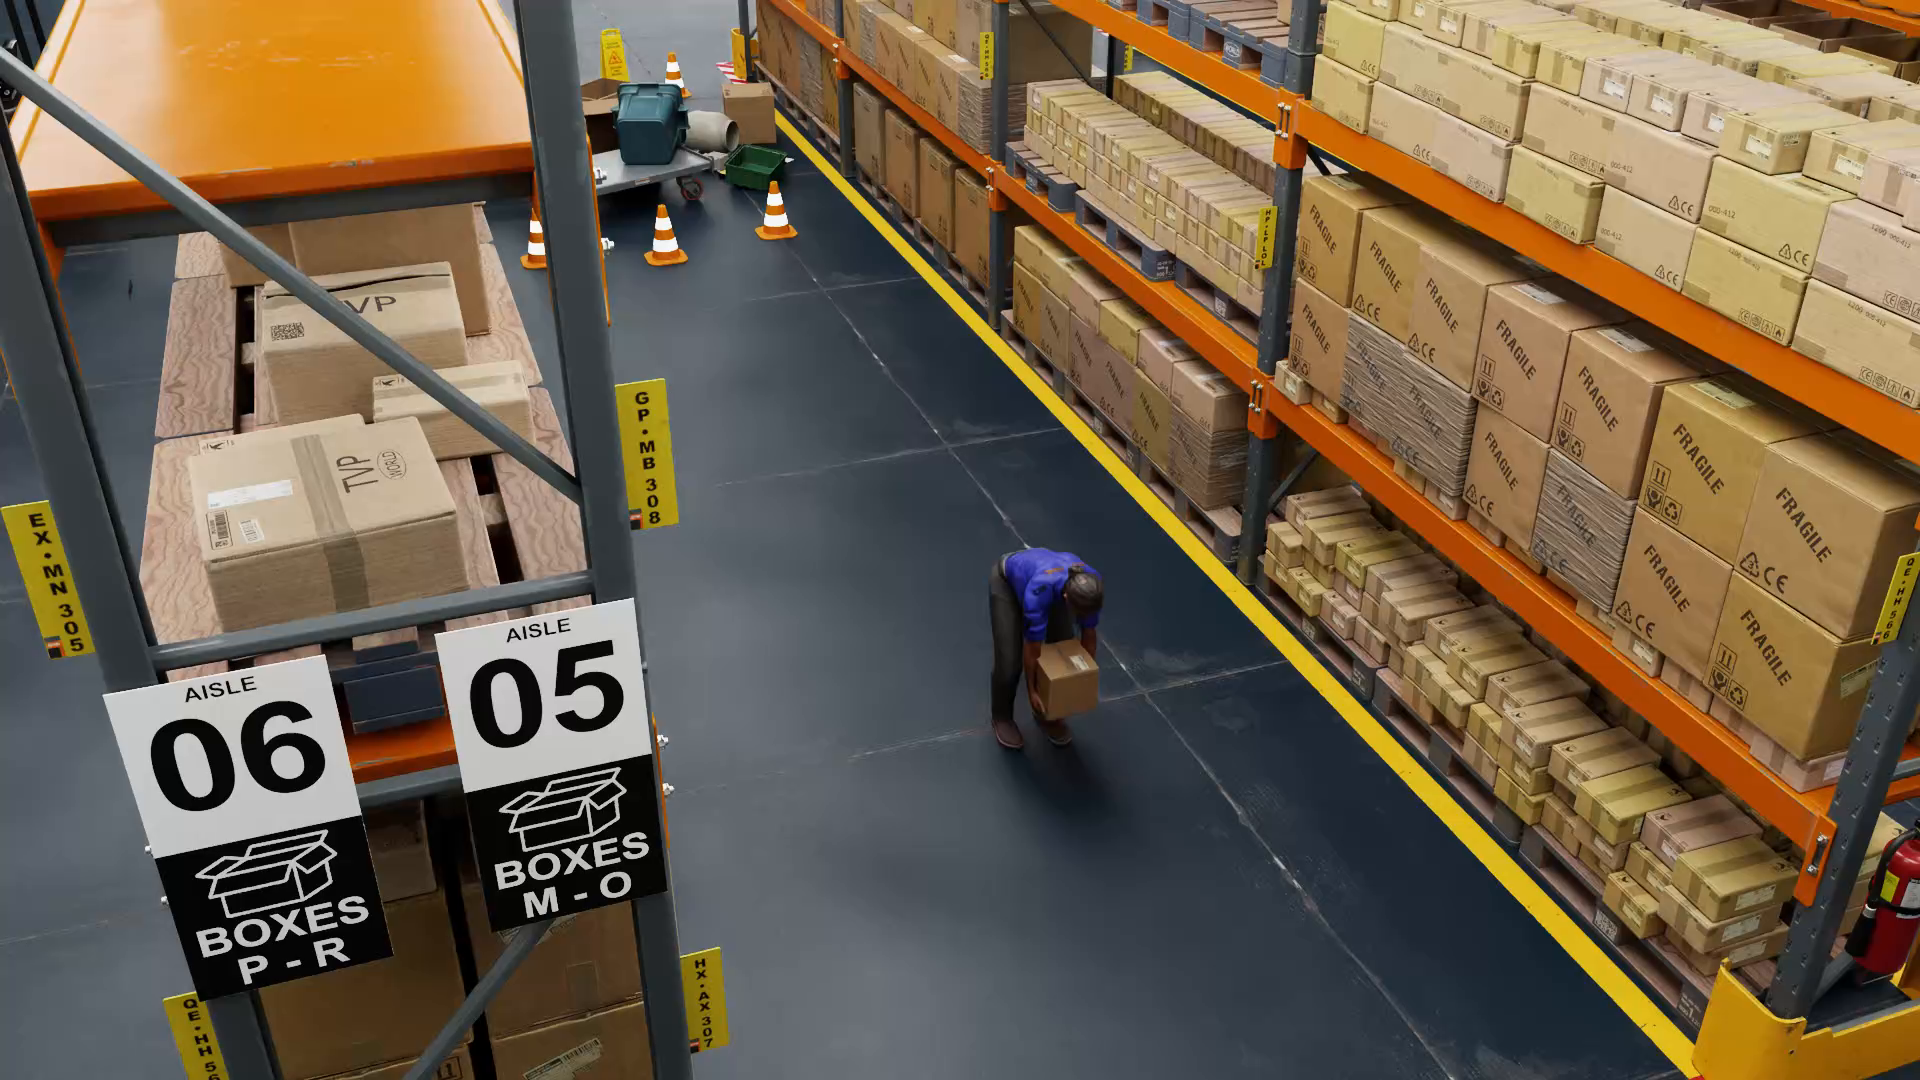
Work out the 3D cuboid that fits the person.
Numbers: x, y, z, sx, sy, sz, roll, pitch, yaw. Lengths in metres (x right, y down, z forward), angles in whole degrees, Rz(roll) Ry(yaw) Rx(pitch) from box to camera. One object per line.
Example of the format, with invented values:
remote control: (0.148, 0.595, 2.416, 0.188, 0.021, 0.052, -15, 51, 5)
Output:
person: (0.424, 0.526, 7.895, 0.413, 1.201, 0.844, -11, 32, -19)
